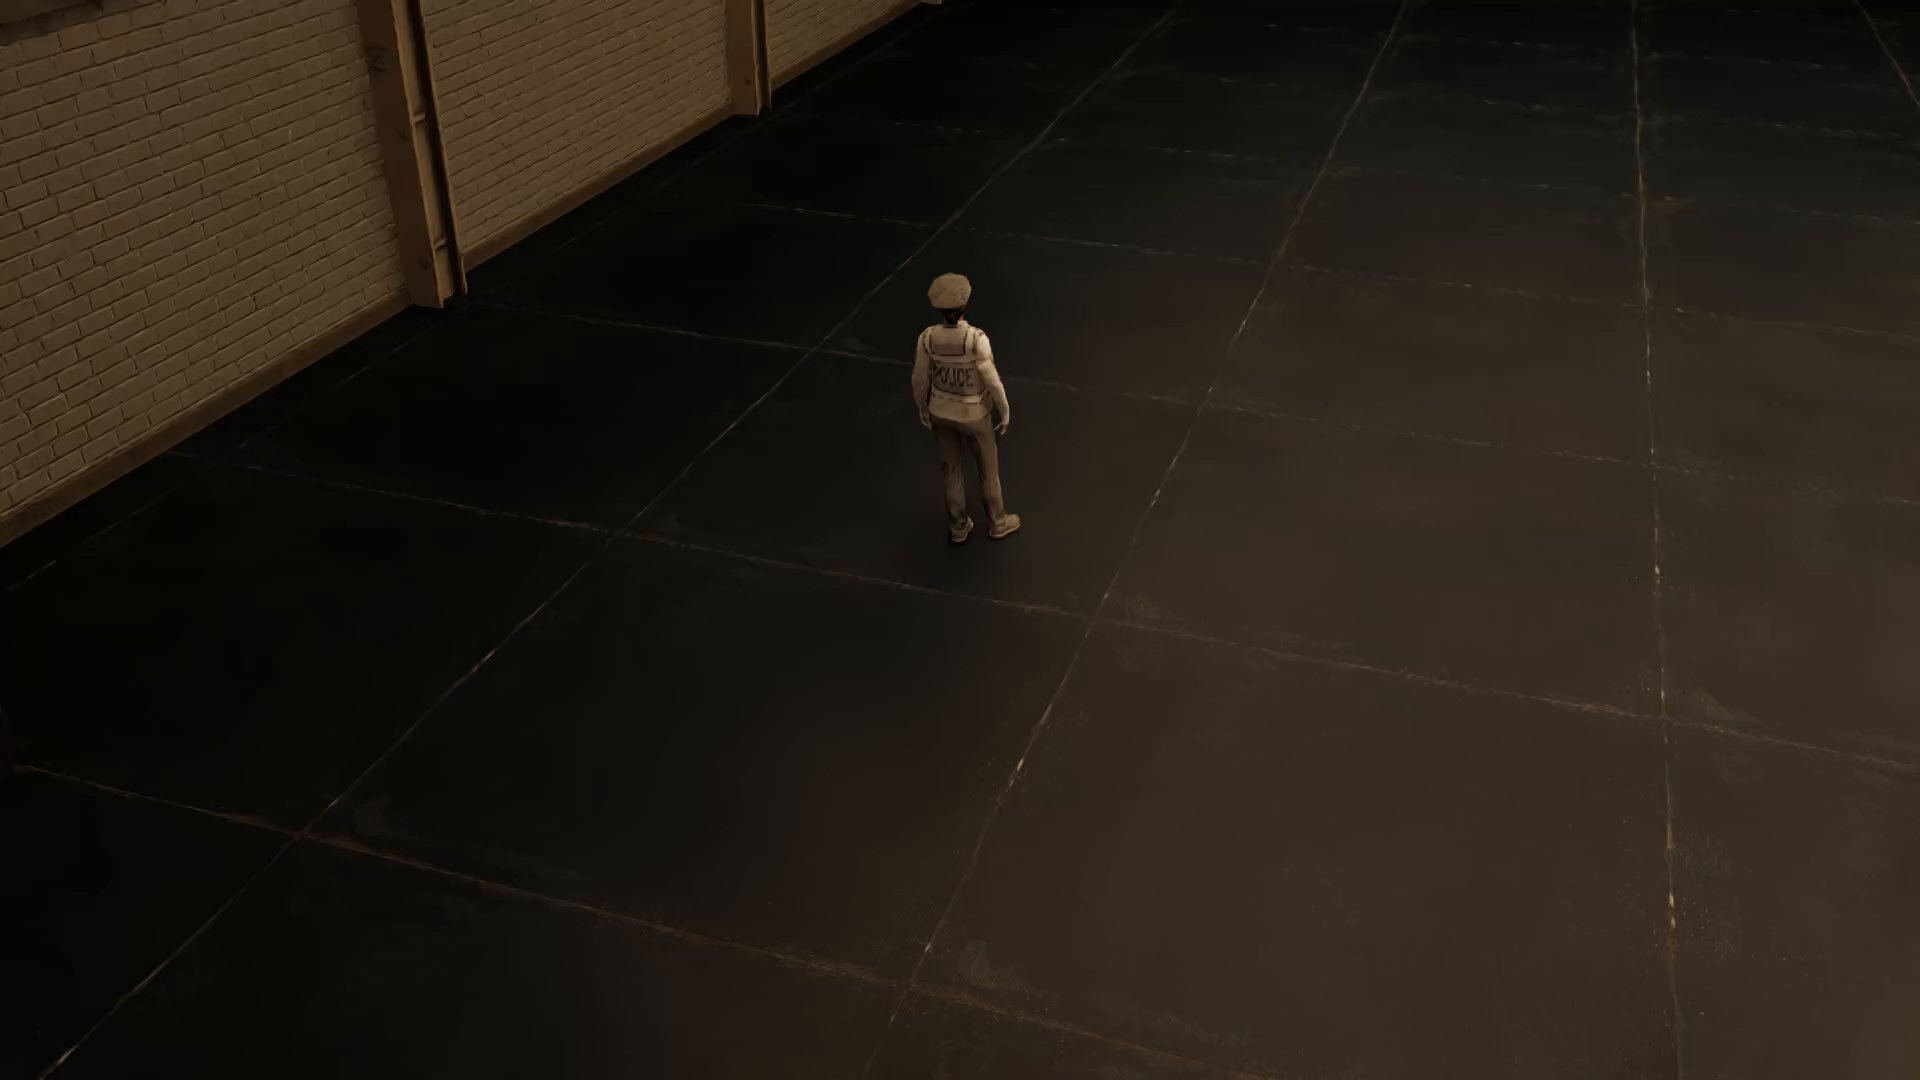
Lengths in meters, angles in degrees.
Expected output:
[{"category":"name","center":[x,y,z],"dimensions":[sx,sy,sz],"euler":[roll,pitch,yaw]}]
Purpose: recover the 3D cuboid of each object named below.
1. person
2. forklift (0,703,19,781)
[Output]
[{"category":"person","center":[0.029,-0.773,9.726],"dimensions":[0.586,1.695,0.532],"euler":[10,31,16]},{"category":"forklift","center":[-5.105,0.534,6.199],"dimensions":[1.130,2.935,3.031],"euler":[-1,30,-1]}]
